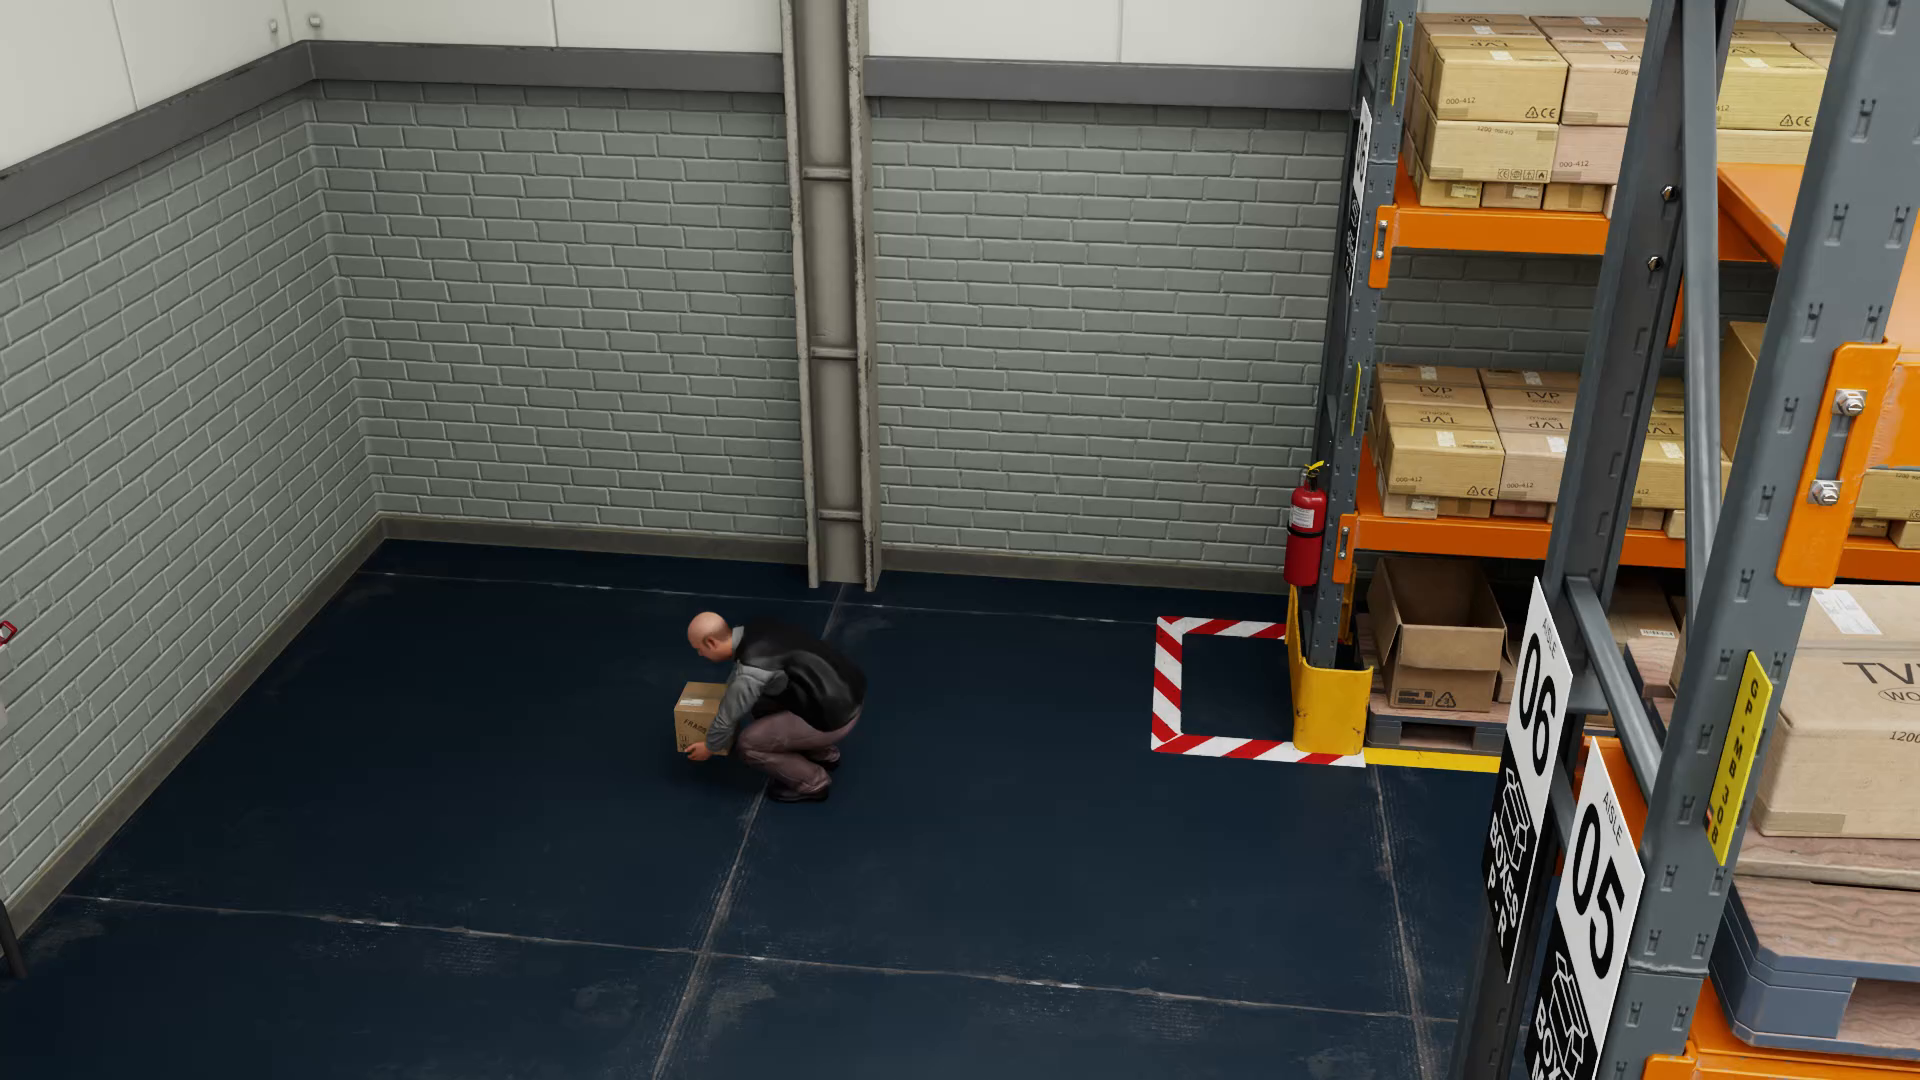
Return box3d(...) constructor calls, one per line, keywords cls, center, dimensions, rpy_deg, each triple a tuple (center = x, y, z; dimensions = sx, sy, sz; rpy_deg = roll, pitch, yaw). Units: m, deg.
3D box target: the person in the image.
box3d(cls="person", center=(-0.894, 0.802, 8.039), dimensions=(0.873, 0.892, 0.539), rpy_deg=(3, 28, 6))
